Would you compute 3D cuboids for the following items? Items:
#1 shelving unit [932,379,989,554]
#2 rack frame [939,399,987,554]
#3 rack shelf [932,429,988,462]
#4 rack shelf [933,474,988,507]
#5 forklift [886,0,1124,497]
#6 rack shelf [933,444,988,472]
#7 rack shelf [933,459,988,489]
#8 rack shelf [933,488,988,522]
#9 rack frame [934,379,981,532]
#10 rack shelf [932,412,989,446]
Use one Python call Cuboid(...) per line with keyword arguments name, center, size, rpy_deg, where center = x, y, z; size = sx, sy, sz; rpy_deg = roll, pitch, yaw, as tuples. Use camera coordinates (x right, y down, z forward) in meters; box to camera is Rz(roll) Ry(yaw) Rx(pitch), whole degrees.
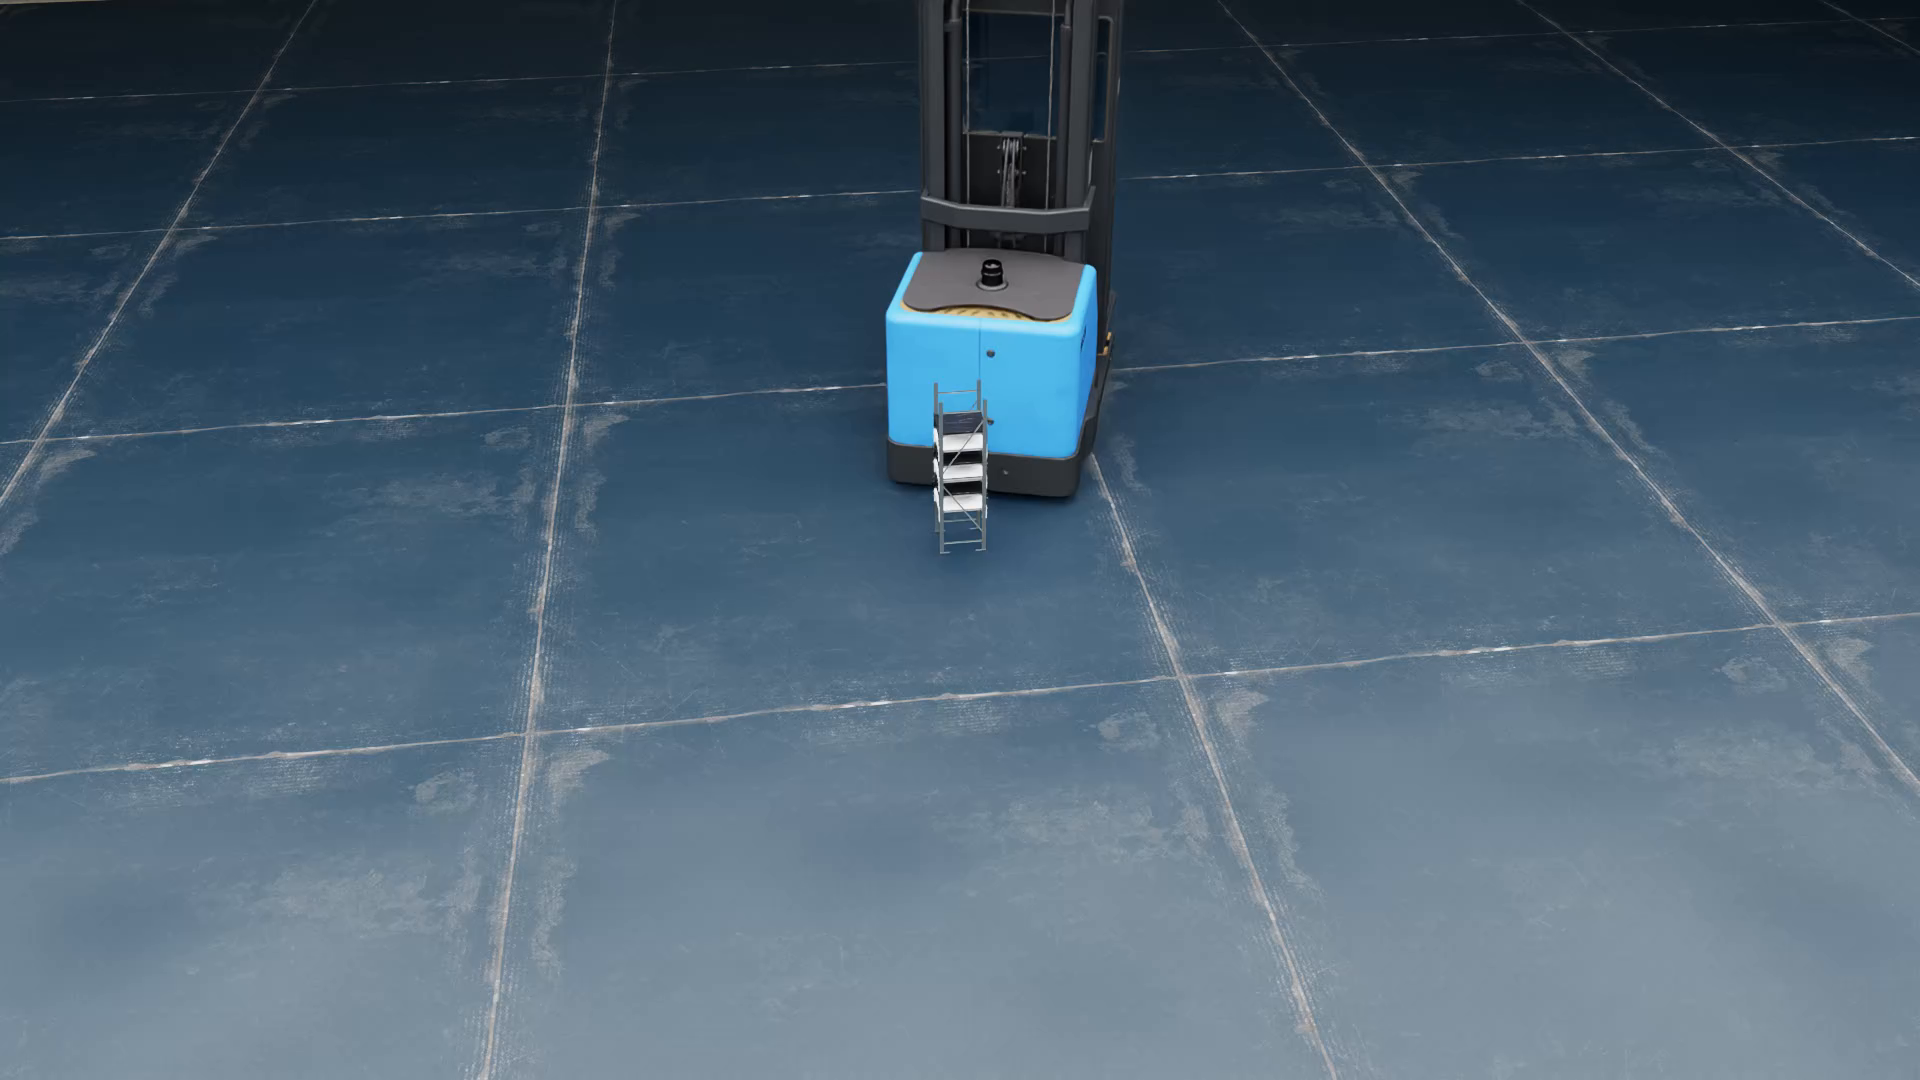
Cuboid(name="shelving unit", center=(0.001, -0.367, 8.490), size=(0.258, 0.900, 0.210), rpy_deg=(-4, 35, -6))
Cuboid(name="rack frame", center=(0.015, -0.311, 8.407), size=(0.240, 0.900, 0.006), rpy_deg=(-4, 35, -6))
Cuboid(name="rack shelf", center=(0.001, -0.489, 8.407), size=(0.258, 0.077, 0.200), rpy_deg=(-4, 35, -6))
Cuboid(name="rack shelf", center=(0.001, -0.265, 8.559), size=(0.258, 0.077, 0.200), rpy_deg=(-4, 35, -6))
Cuboid(name="forklift", center=(0.364, -2.265, 9.470), size=(1.130, 2.935, 3.031), rpy_deg=(6, 35, 8))
Cuboid(name="rack shelf", center=(0.001, -0.414, 8.458), size=(0.258, 0.077, 0.200), rpy_deg=(-4, 35, -6))
Cuboid(name="rack shelf", center=(0.001, -0.340, 8.509), size=(0.258, 0.077, 0.200), rpy_deg=(-4, 35, -6))
Cuboid(name="rack shelf", center=(0.001, -0.191, 8.610), size=(0.258, 0.077, 0.200), rpy_deg=(-4, 35, -6))
Cuboid(name="rack frame", center=(-0.013, -0.424, 8.573), size=(0.240, 0.900, 0.006), rpy_deg=(-4, 35, -6))
Cuboid(name="rack shelf", center=(0.001, -0.563, 8.357), size=(0.258, 0.077, 0.200), rpy_deg=(-4, 35, -6))
